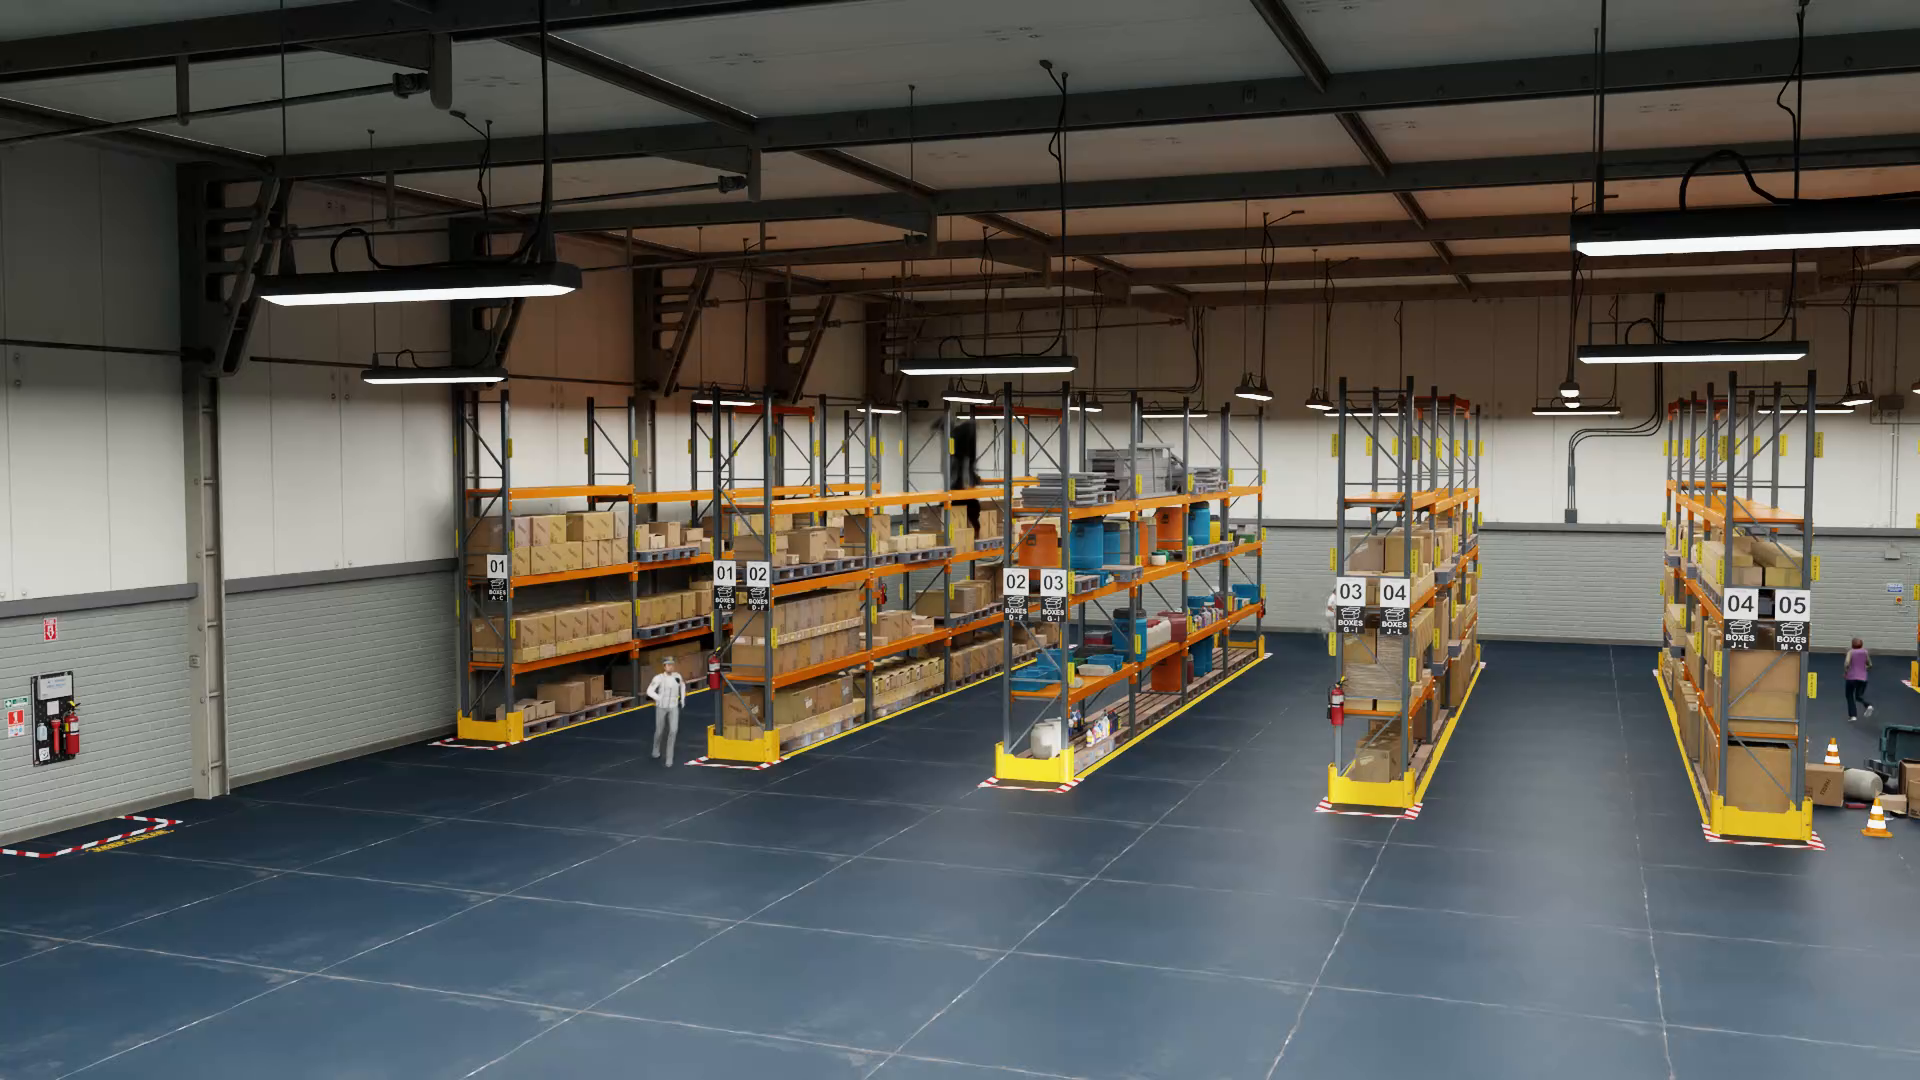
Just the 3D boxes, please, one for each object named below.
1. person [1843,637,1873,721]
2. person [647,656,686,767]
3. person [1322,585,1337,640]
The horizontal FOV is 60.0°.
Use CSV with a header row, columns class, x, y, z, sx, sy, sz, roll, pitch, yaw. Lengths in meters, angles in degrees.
class,x,y,z,sx,sy,sz,roll,pitch,yaw
person,16.360,2.559,30.280,0.526,1.577,0.758,0,3,4
person,-4.655,2.695,26.480,0.654,1.709,0.903,-1,3,-20
person,9.356,1.929,41.611,0.660,1.628,0.641,3,4,39
